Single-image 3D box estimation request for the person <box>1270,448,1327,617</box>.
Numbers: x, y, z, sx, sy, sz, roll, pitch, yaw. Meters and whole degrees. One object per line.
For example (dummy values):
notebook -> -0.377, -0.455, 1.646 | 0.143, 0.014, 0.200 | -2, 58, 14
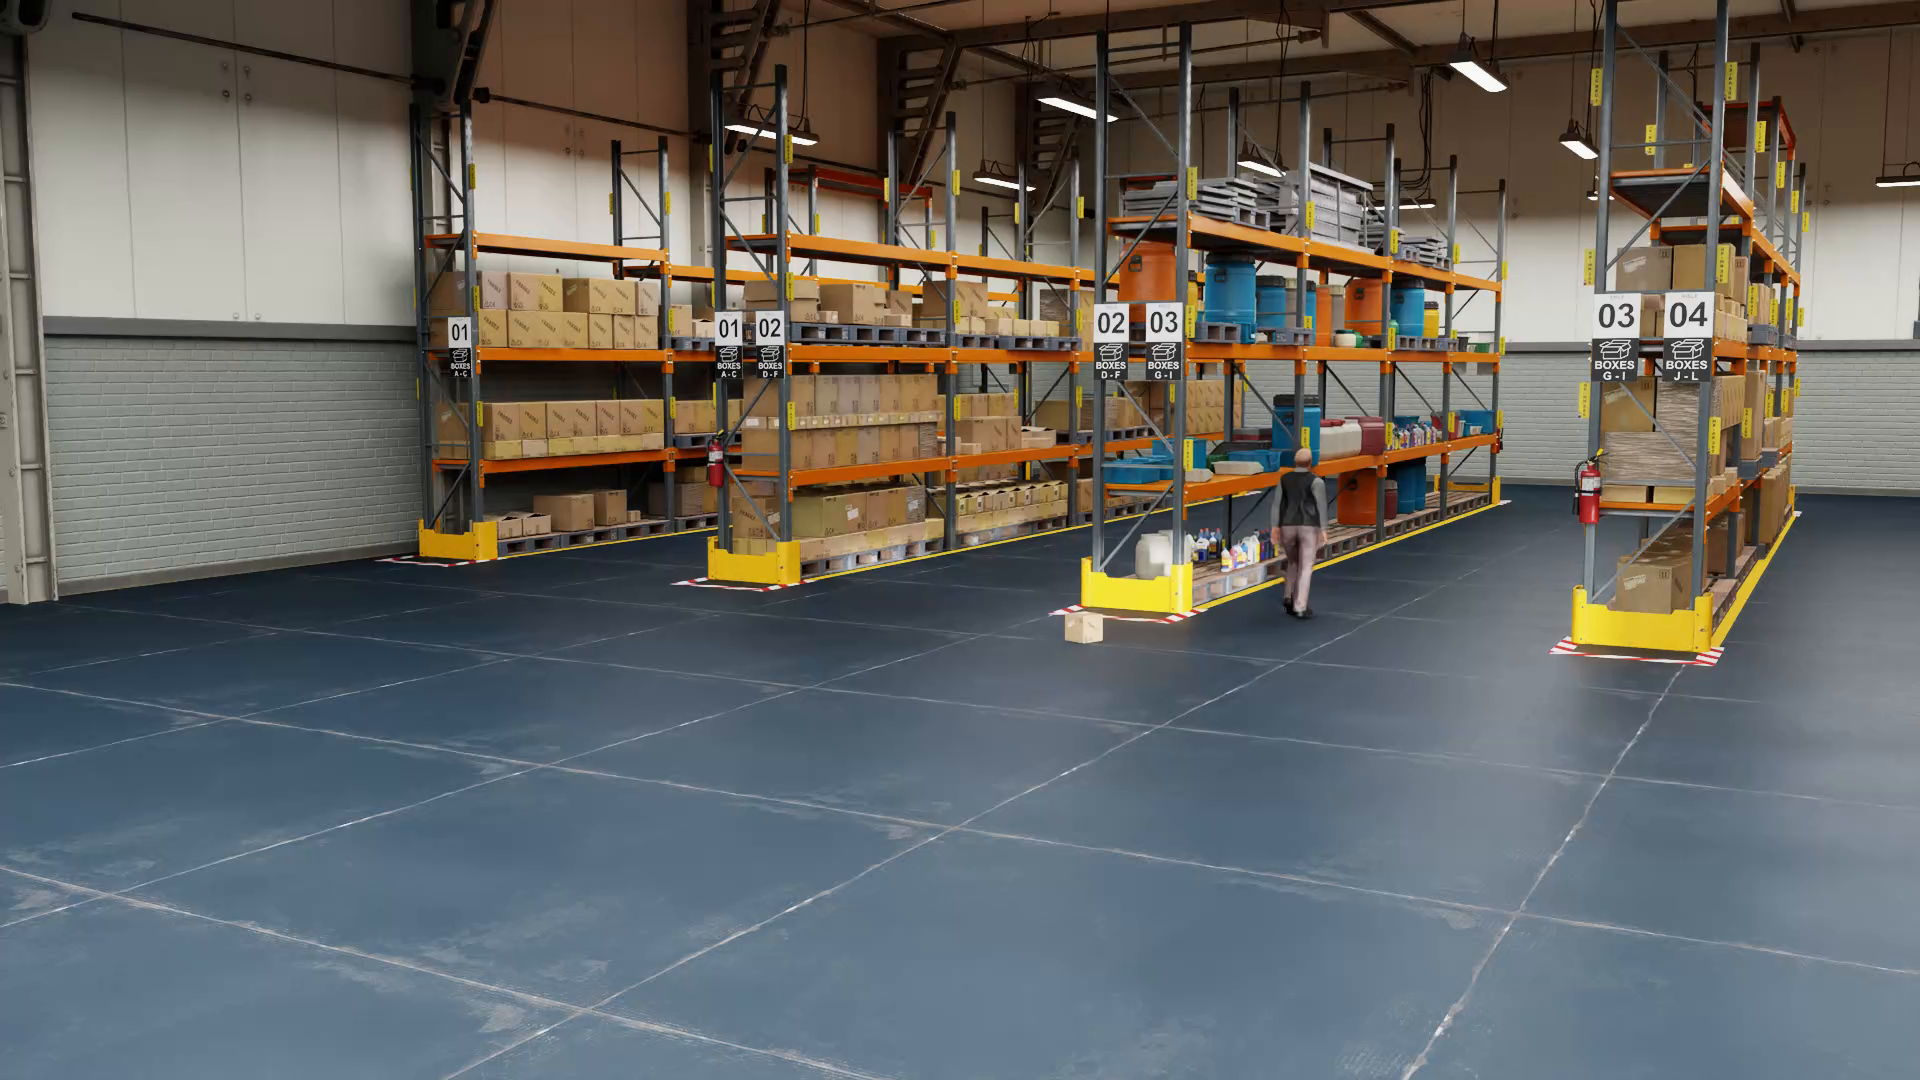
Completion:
person -> 3.453, -0.064, 16.970 | 0.574, 1.740, 0.510 | 4, 7, 37
